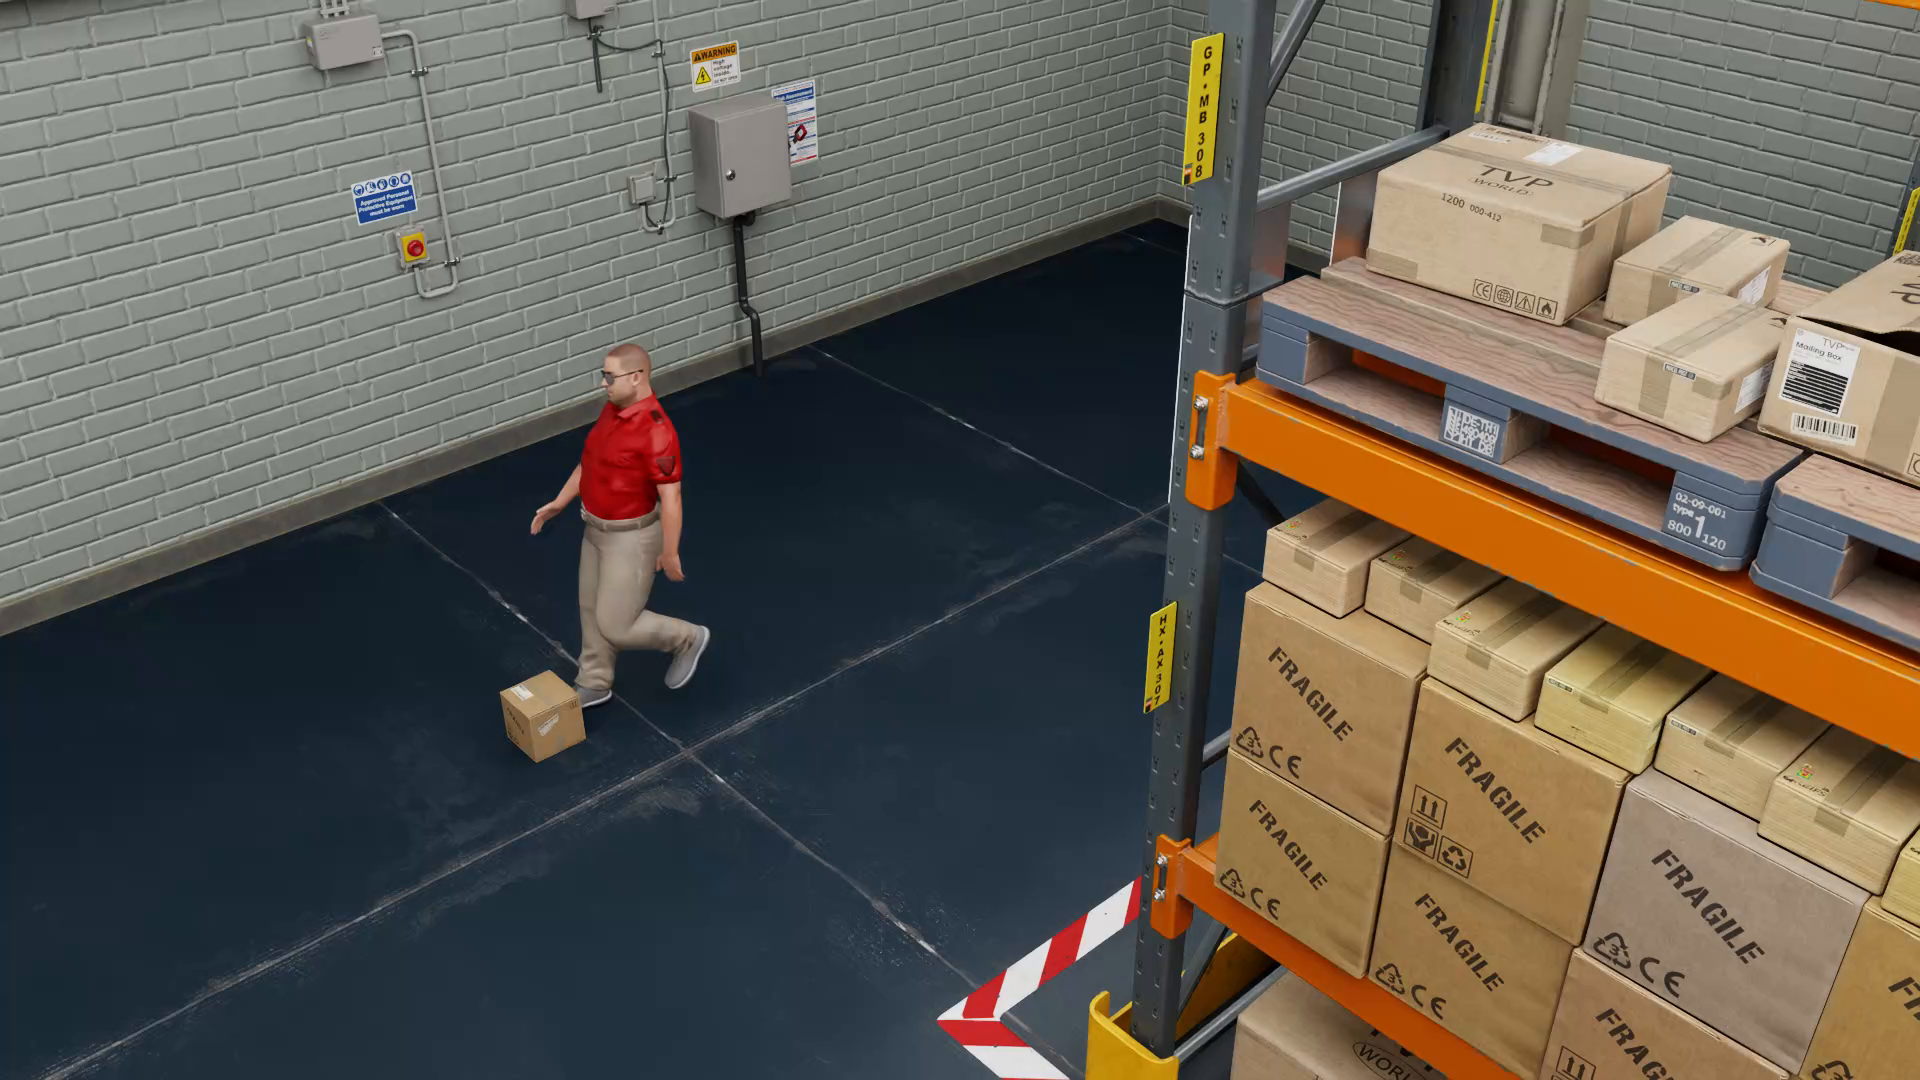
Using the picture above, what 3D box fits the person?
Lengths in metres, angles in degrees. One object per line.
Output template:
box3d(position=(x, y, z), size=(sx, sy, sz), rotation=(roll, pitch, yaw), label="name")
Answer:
box3d(position=(-1.524, -0.003, 7.171), size=(0.775, 1.678, 0.605), rotation=(-19, 36, -28), label="person")
